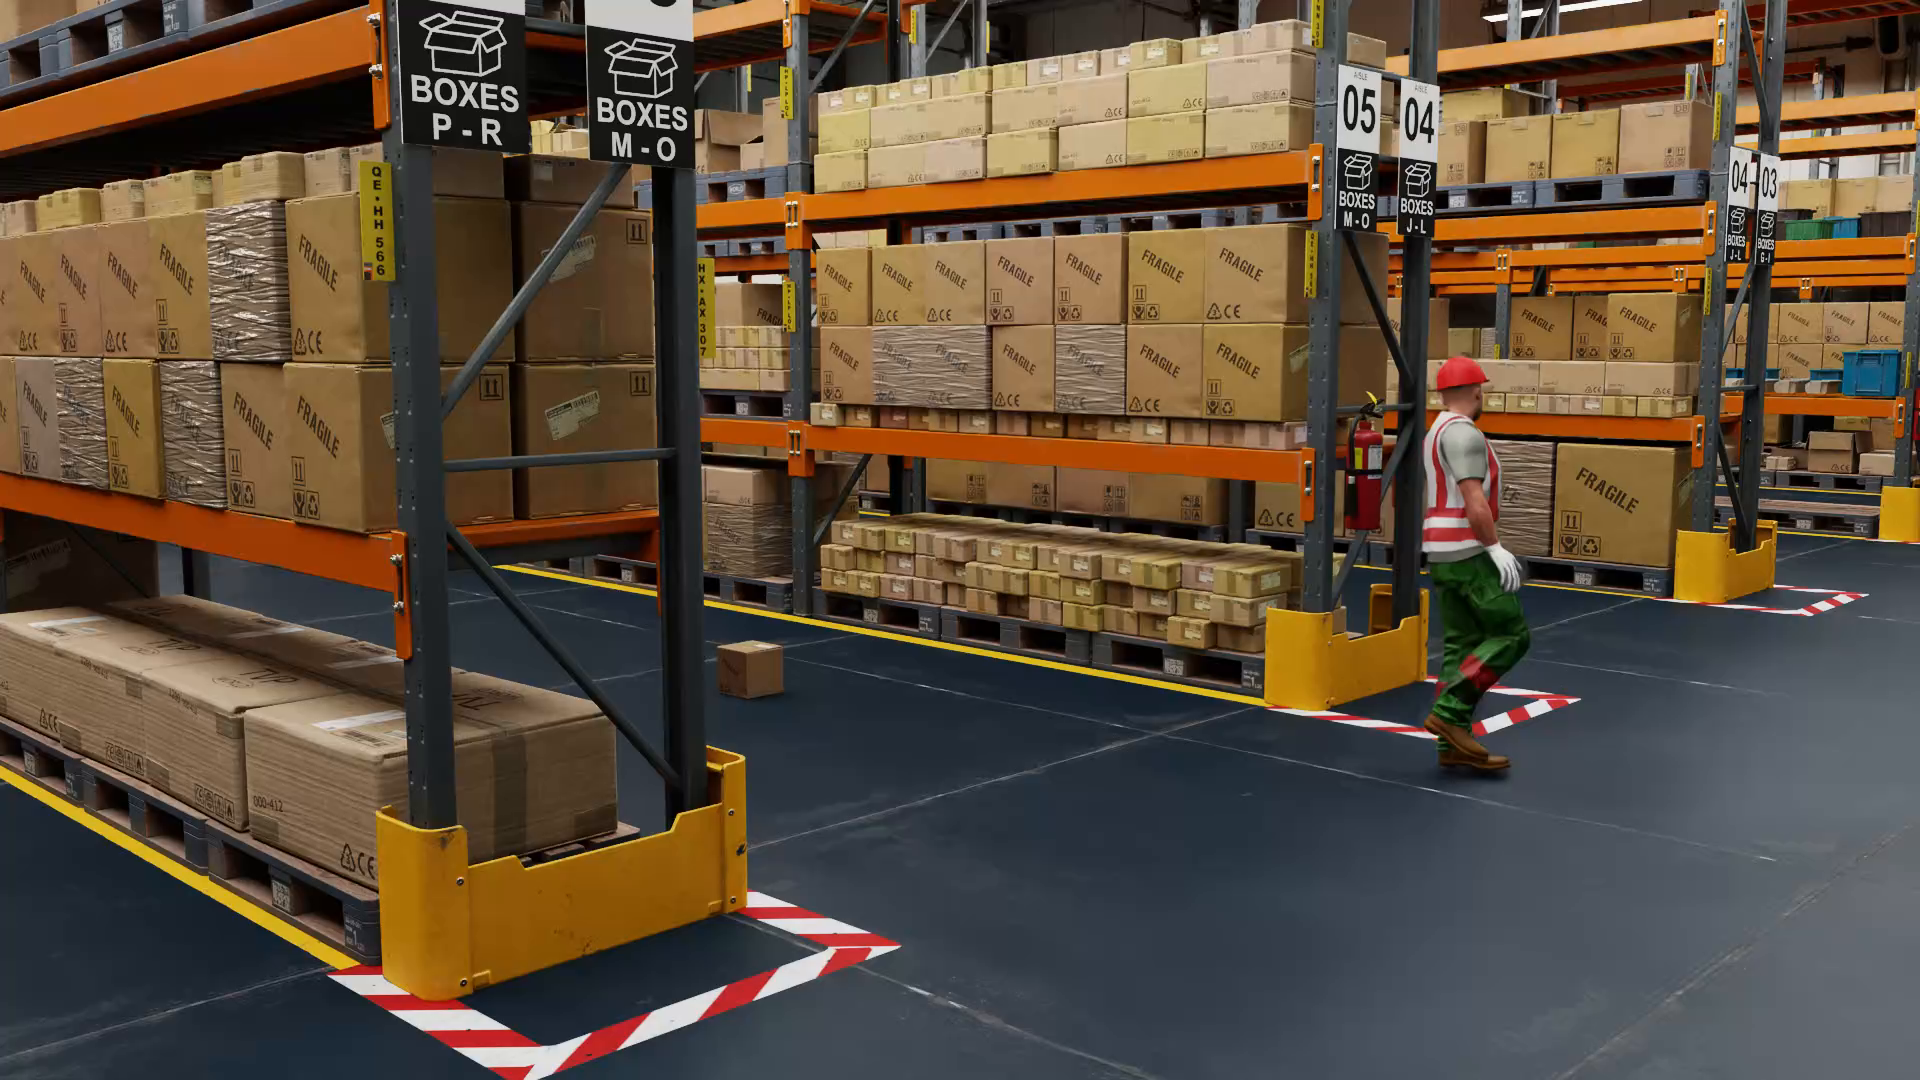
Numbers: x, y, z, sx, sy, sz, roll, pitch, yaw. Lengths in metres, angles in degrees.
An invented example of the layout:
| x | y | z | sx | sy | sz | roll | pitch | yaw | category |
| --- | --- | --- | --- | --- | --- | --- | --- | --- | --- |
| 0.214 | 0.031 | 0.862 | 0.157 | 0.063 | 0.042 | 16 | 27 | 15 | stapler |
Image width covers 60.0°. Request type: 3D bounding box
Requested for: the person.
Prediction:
| x | y | z | sx | sy | sz | roll | pitch | yaw | category |
| --- | --- | --- | --- | --- | --- | --- | --- | --- | --- |
| 2.233 | 0.096 | 7.234 | 0.438 | 1.777 | 0.658 | 1 | 7 | 8 | person |
